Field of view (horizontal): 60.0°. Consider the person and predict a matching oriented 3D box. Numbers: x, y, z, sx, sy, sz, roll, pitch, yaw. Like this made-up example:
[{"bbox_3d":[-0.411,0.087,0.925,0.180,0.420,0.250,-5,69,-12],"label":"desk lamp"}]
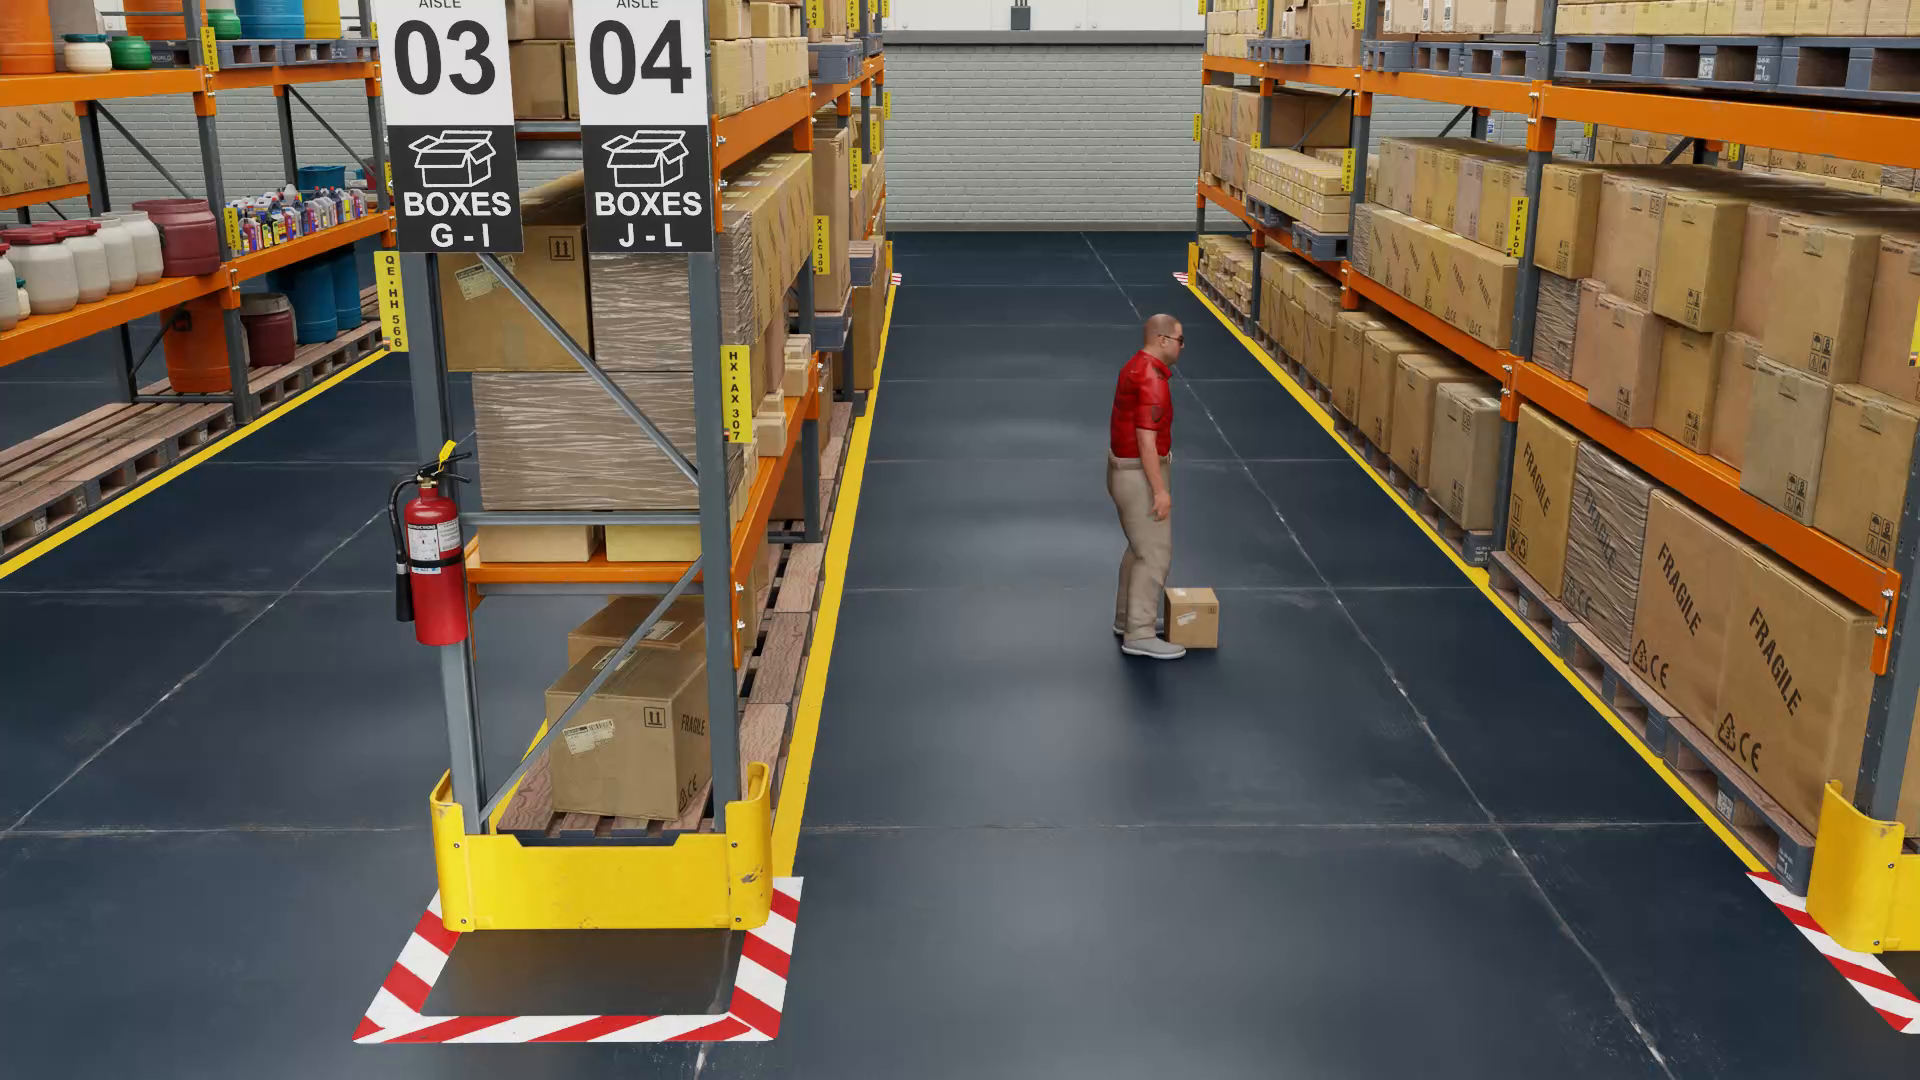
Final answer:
[{"bbox_3d":[0.947,-0.329,8.526,0.371,1.655,0.588,-1,17,-4],"label":"person"}]
